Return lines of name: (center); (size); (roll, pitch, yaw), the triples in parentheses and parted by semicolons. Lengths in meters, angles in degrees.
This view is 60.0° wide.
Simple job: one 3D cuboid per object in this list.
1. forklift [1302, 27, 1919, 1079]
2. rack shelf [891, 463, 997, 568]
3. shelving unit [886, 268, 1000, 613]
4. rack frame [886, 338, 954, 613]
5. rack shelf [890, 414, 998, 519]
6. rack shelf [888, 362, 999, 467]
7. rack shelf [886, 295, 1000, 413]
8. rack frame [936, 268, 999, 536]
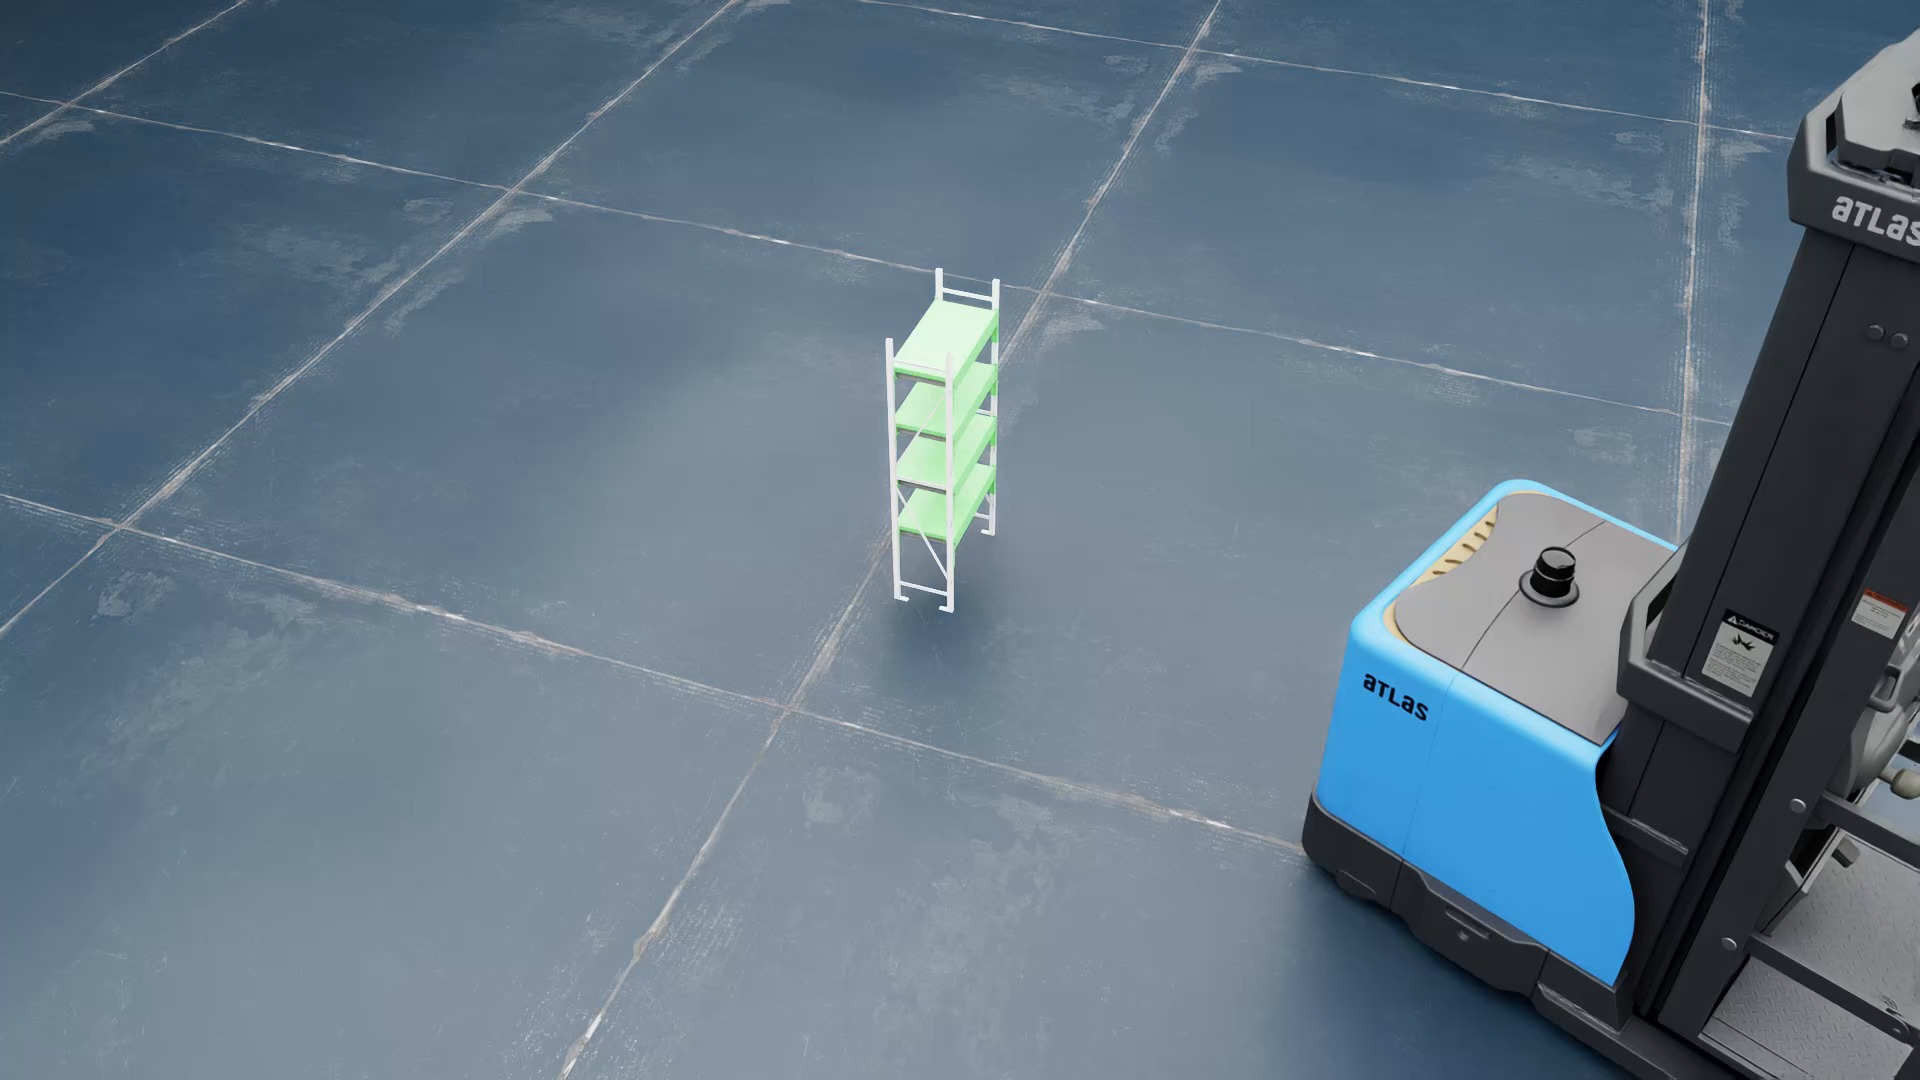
forklift: (2.550, 0.358, 4.072); (3.031, 2.935, 1.130); (31, 49, 31)
rack shelf: (-0.057, -0.124, 6.439); (0.258, 0.148, 0.480); (13, 42, 15)
shelving unit: (-0.057, -0.355, 6.242); (0.258, 1.200, 0.503); (13, 42, 15)
rack frame: (-0.140, -0.207, 6.068); (0.240, 1.200, 0.015); (13, 42, 15)
rack shelf: (-0.057, -0.307, 6.284); (0.258, 0.148, 0.480); (13, 42, 15)
rack shelf: (-0.057, -0.489, 6.128); (0.258, 0.148, 0.480); (13, 42, 15)
rack shelf: (-0.057, -0.672, 5.972); (0.258, 0.148, 0.480); (13, 42, 15)
rack frame: (0.027, -0.504, 6.417); (0.240, 1.200, 0.015); (13, 42, 15)
